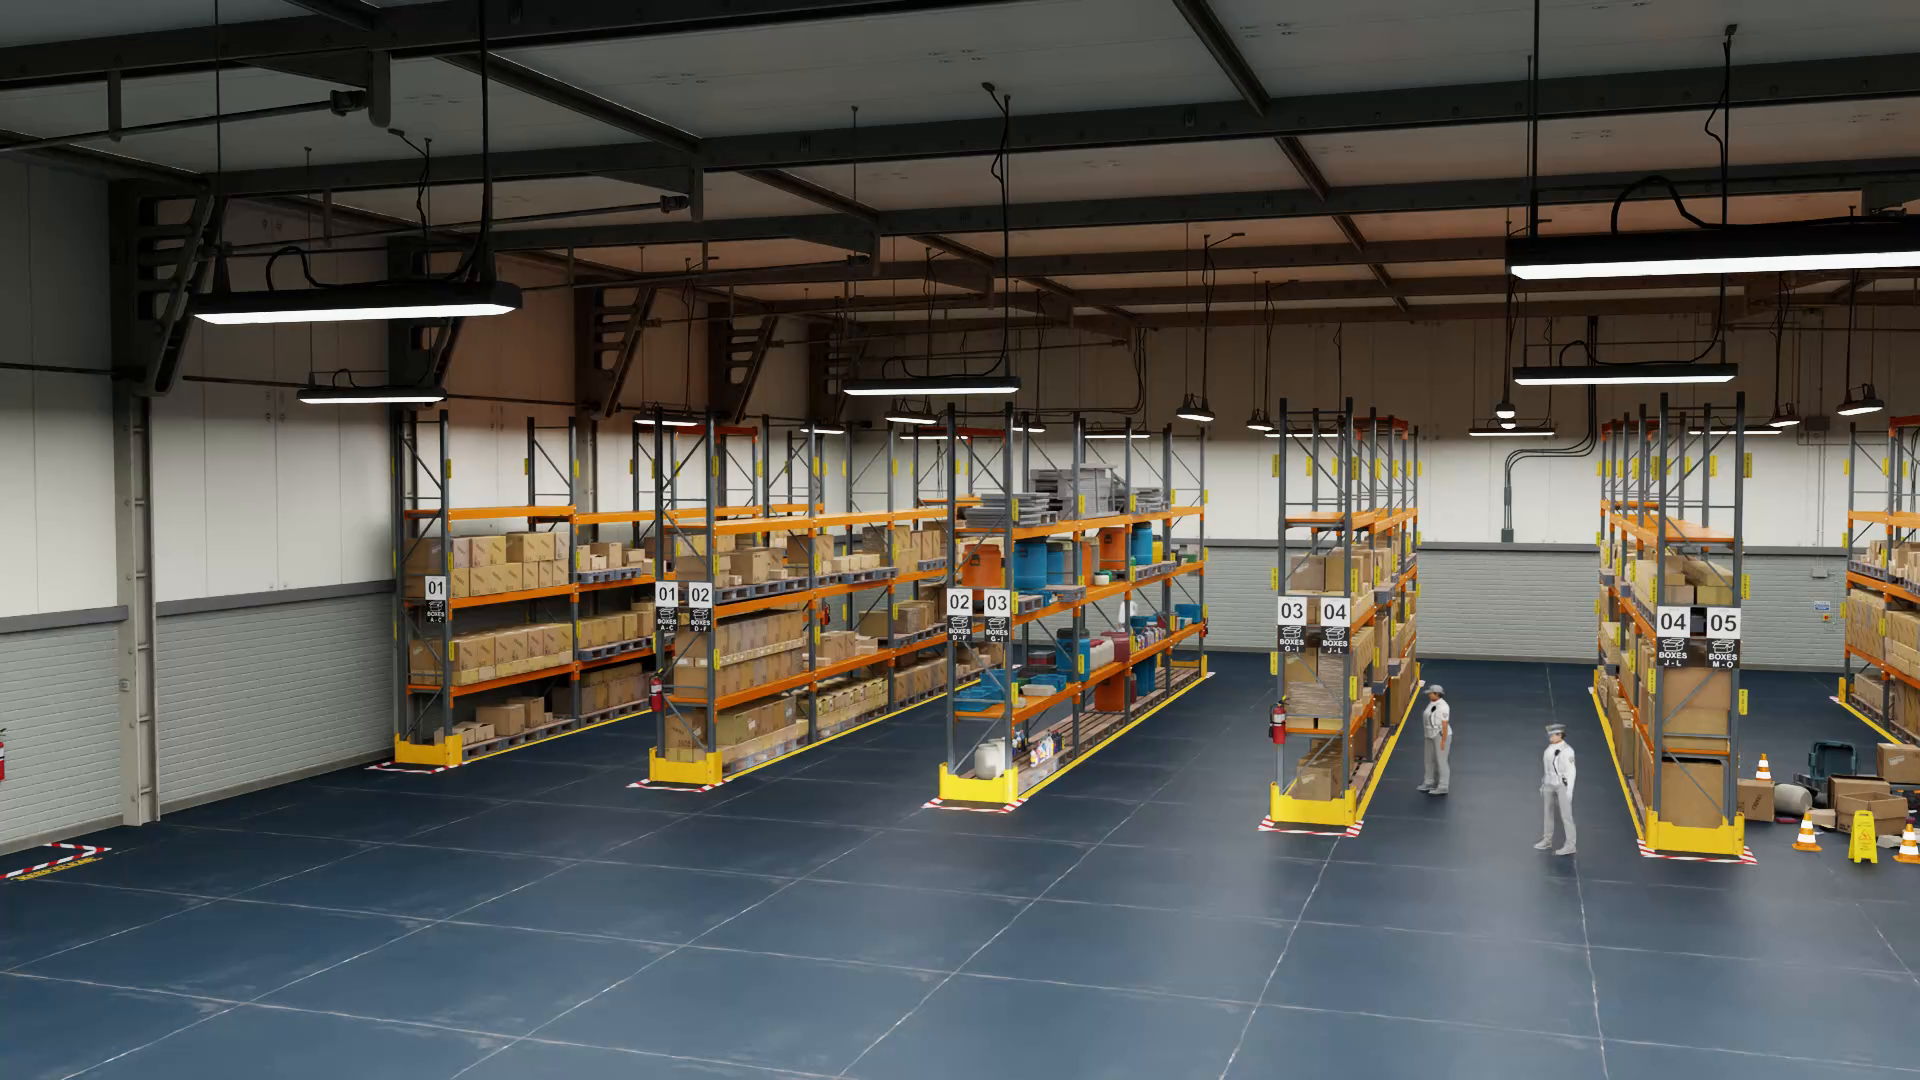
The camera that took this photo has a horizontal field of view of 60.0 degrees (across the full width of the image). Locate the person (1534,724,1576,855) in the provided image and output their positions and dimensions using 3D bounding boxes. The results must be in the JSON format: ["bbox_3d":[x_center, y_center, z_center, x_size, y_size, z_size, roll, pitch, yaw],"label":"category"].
[{"bbox_3d":[7.767,3.233,21.726,0.394,1.669,0.553,-1,3,-21],"label":"person"}]

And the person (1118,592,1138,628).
[{"bbox_3d":[4.483,2.235,44.385,0.549,1.788,0.544,0,2,10],"label":"person"}]

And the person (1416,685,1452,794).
[{"bbox_3d":[7.332,3.061,25.674,0.446,1.665,0.533,-1,3,-16],"label":"person"}]
